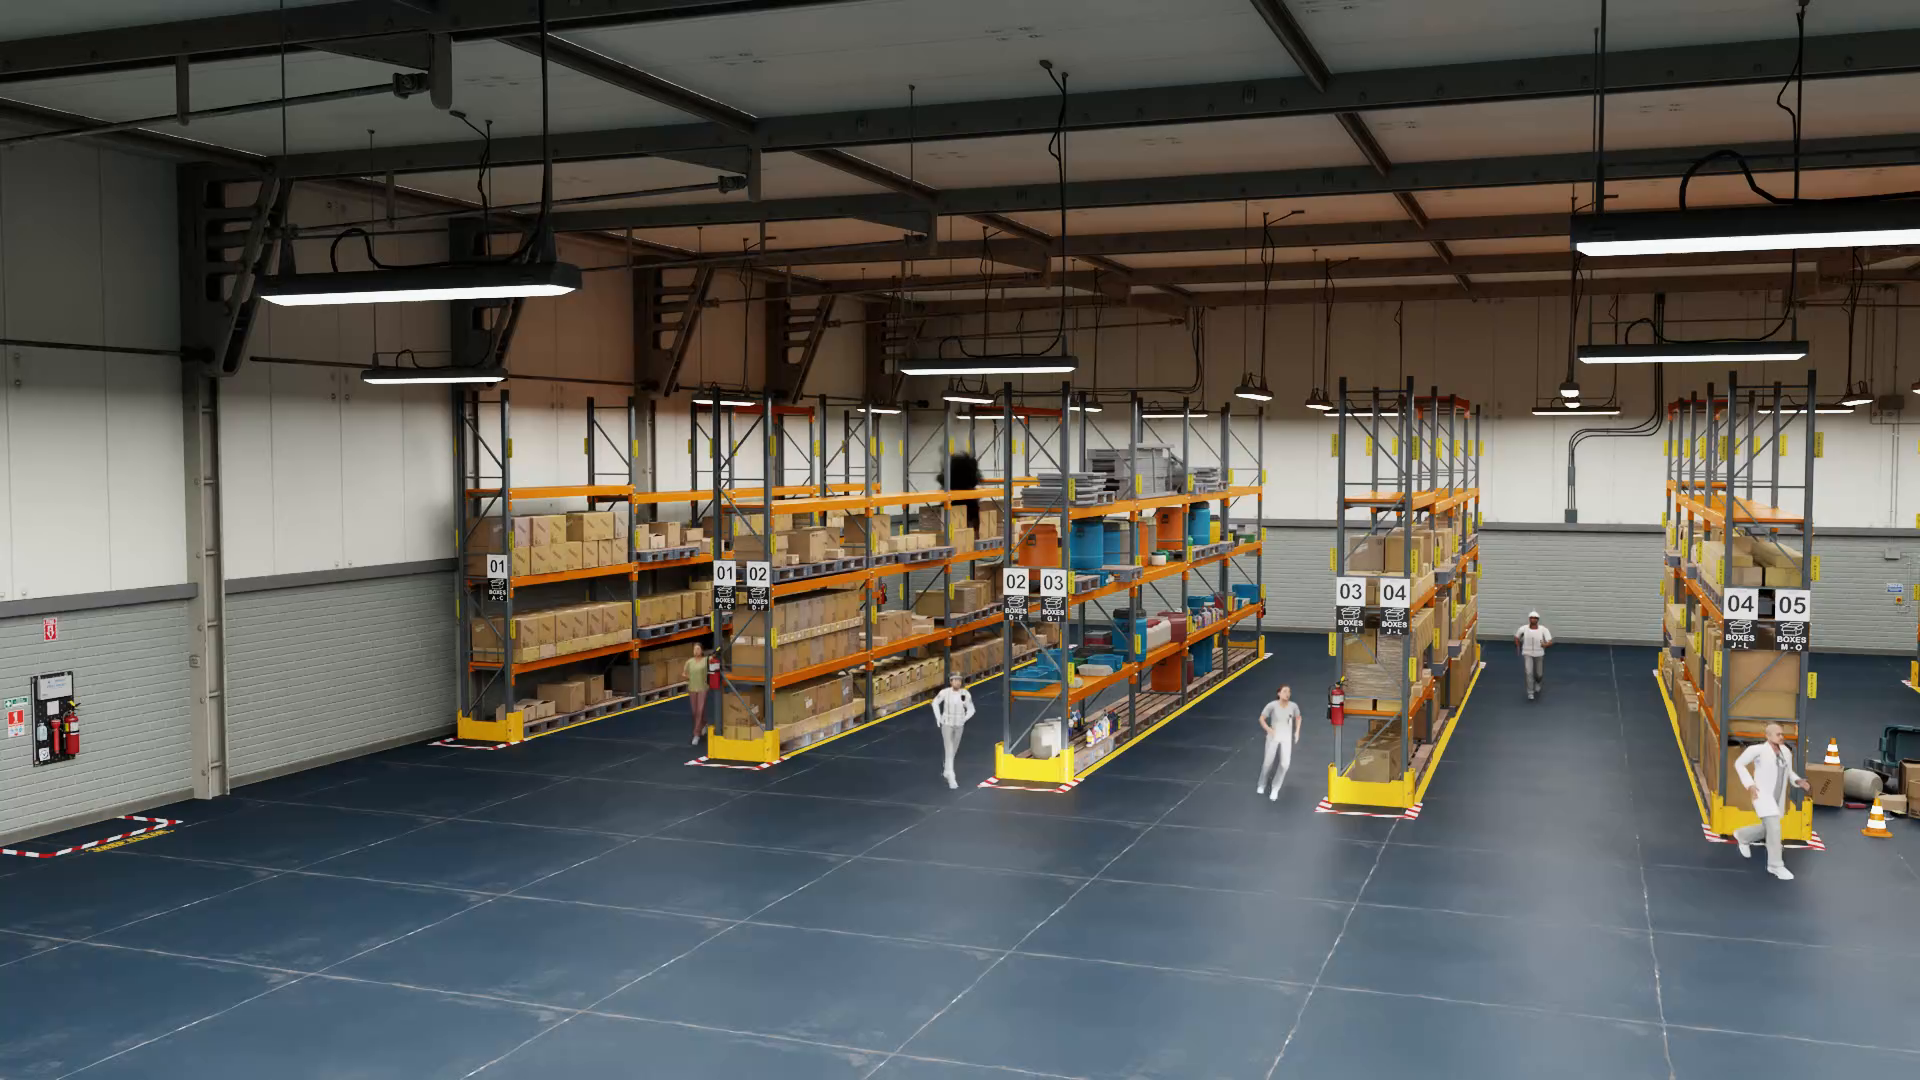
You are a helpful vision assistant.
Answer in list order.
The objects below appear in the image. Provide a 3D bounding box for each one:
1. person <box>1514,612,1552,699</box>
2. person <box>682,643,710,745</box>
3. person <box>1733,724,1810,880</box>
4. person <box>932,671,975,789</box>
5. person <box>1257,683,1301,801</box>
[{"bbox_3d":[11.473,2.300,33.307,0.714,1.740,0.856,1,3,18],"label":"person"},{"bbox_3d":[-4.459,2.583,28.339,0.574,1.671,0.950,0,3,8],"label":"person"},{"bbox_3d":[9.509,3.039,19.681,0.682,1.767,1.001,-1,3,-19],"label":"person"},{"bbox_3d":[-0.082,2.783,24.801,0.612,1.693,0.877,-1,3,-12],"label":"person"},{"bbox_3d":[4.590,2.876,23.792,0.625,1.660,0.666,0,3,2],"label":"person"}]
